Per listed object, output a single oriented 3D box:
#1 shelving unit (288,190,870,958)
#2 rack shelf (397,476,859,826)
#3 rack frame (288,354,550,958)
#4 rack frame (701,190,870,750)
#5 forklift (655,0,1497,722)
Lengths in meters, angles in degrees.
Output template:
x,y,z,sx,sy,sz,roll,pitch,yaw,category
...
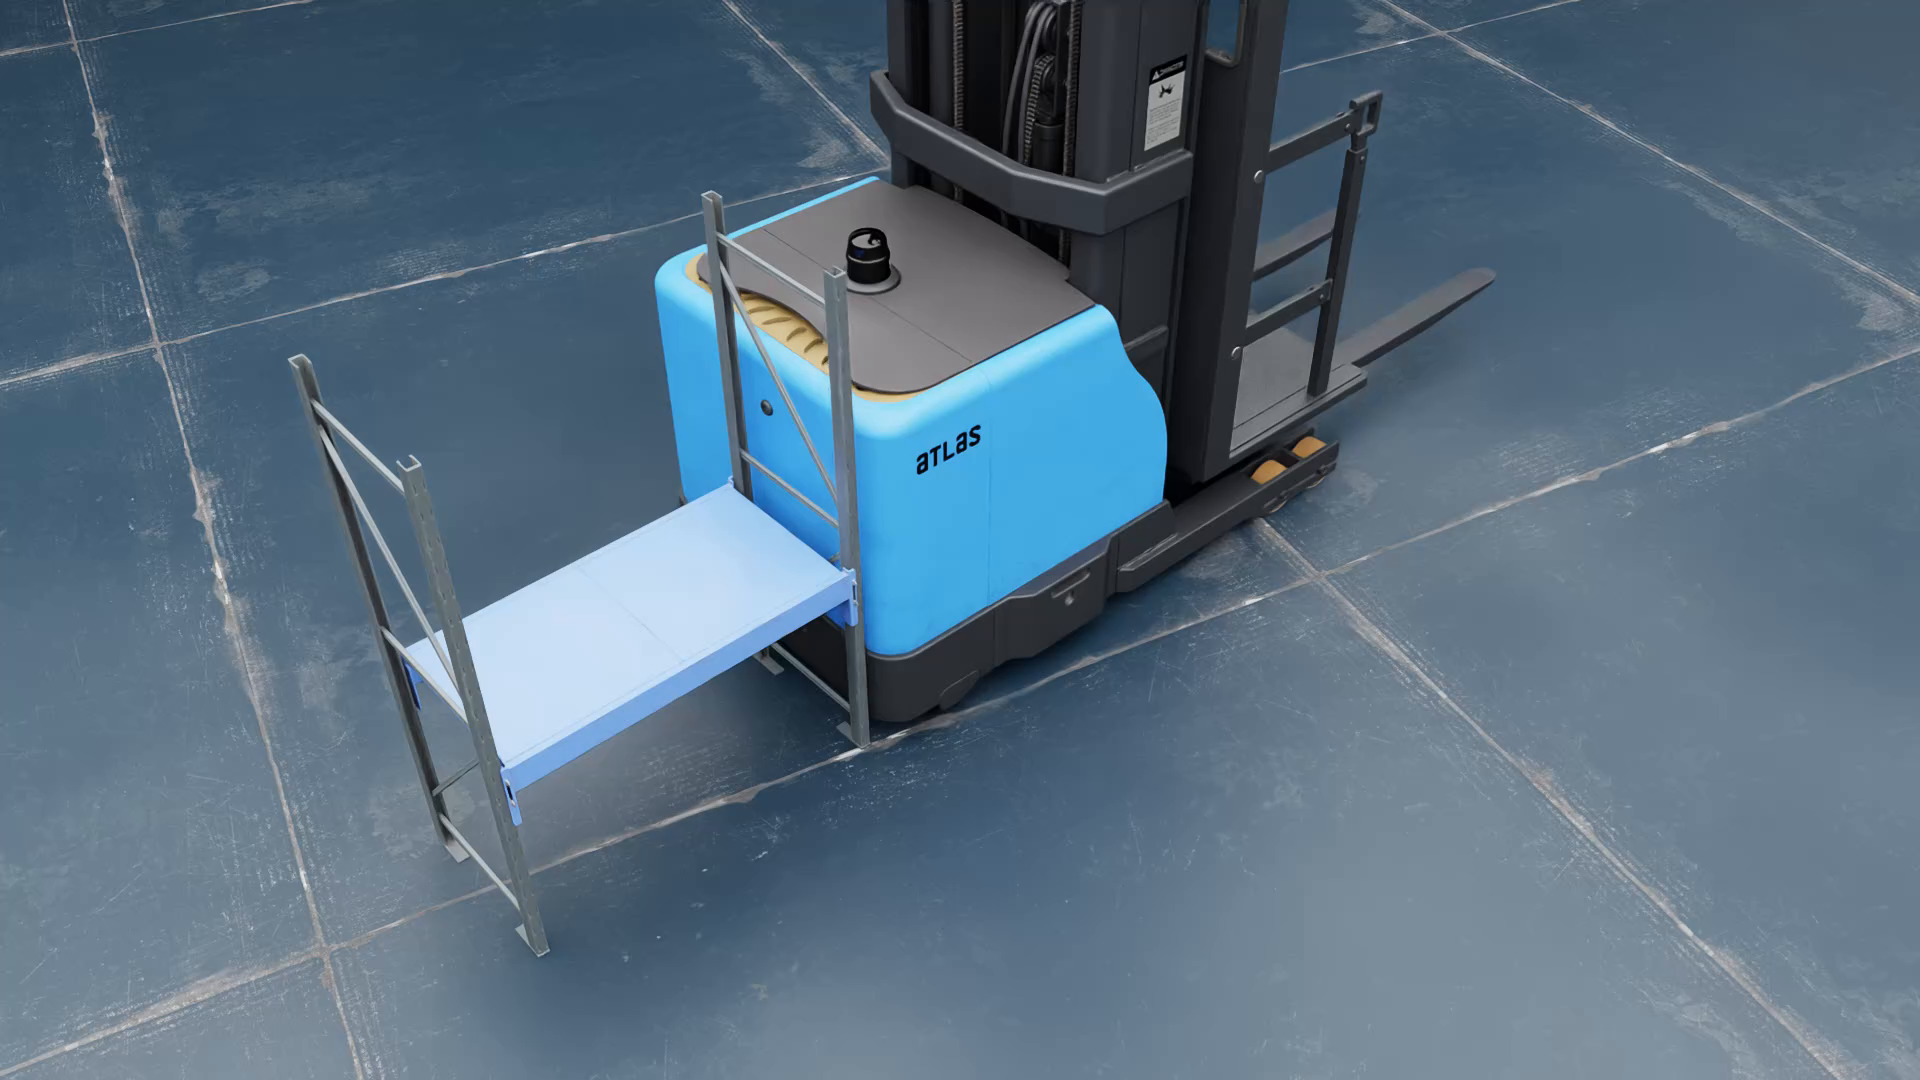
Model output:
x,y,z,sx,sy,sz,roll,pitch,yaw,category
-0.803,0.099,3.972,1.048,1.500,0.538,-30,49,-31,shelving unit
-0.803,0.237,4.088,1.000,0.185,0.538,-30,49,-31,rack shelf
-1.180,0.320,3.712,0.032,1.500,0.500,-30,49,-31,rack frame
-0.426,-0.121,4.232,0.032,1.500,0.500,-30,49,-31,rack frame
0.601,-1.436,4.678,3.031,2.935,1.130,-30,48,-30,forklift
